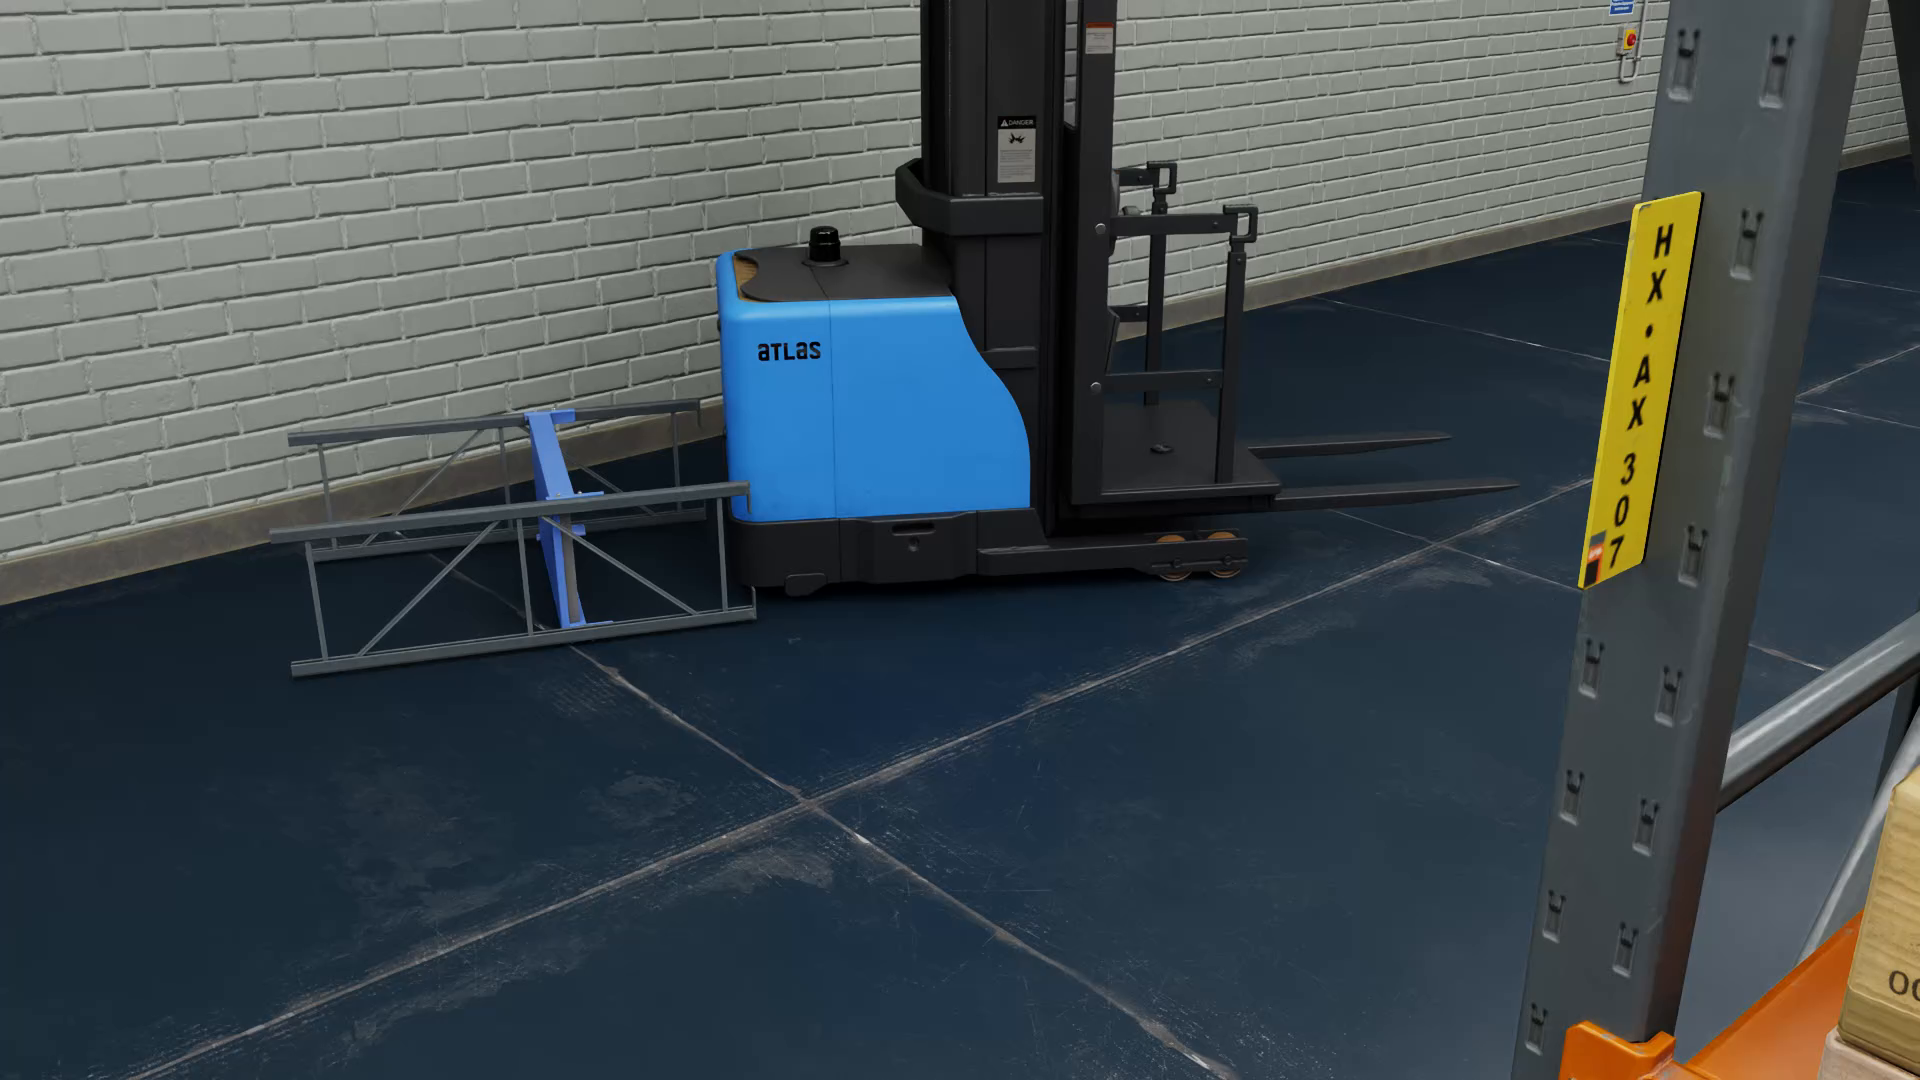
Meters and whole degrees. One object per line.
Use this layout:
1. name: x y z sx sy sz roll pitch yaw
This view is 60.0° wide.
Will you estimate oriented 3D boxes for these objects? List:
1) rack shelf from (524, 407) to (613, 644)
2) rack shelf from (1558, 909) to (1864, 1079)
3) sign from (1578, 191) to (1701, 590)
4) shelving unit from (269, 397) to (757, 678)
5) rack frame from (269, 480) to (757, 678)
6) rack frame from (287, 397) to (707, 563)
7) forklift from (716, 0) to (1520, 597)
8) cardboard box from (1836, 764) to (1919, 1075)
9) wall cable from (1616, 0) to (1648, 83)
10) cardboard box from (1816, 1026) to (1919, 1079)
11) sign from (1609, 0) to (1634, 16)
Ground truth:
1. rack shelf: -1.403 -0.078 5.945 0.185 0.538 1.000 -7 22 -16
2. rack shelf: 2.294 1.076 0.610 1.077 0.370 4.000 -17 27 -37
3. sign: 0.564 -0.121 1.384 0.100 0.325 0.005 -17 27 -37
4. shelving unit: -1.575 -0.058 5.894 1.500 0.538 1.048 -7 22 -16
5. rack frame: -1.420 0.119 5.443 1.500 0.500 0.032 -7 22 -16
6. rack frame: -1.729 -0.235 6.345 1.500 0.500 0.032 -7 22 -16
7. forklift: 0.615 -1.401 6.042 3.031 2.935 1.130 -3 22 -9
8. cardboard box: 1.098 0.317 1.360 0.500 0.250 0.500 -18 28 -39
9. wall cable: 4.798 -4.210 11.685 0.585 1.953 0.123 -17 27 -37
10. cardboard box: 0.971 0.482 1.484 0.380 0.149 0.250 -17 27 -37
11. sign: 4.722 -3.854 11.840 0.327 0.218 0.001 -17 27 -37
